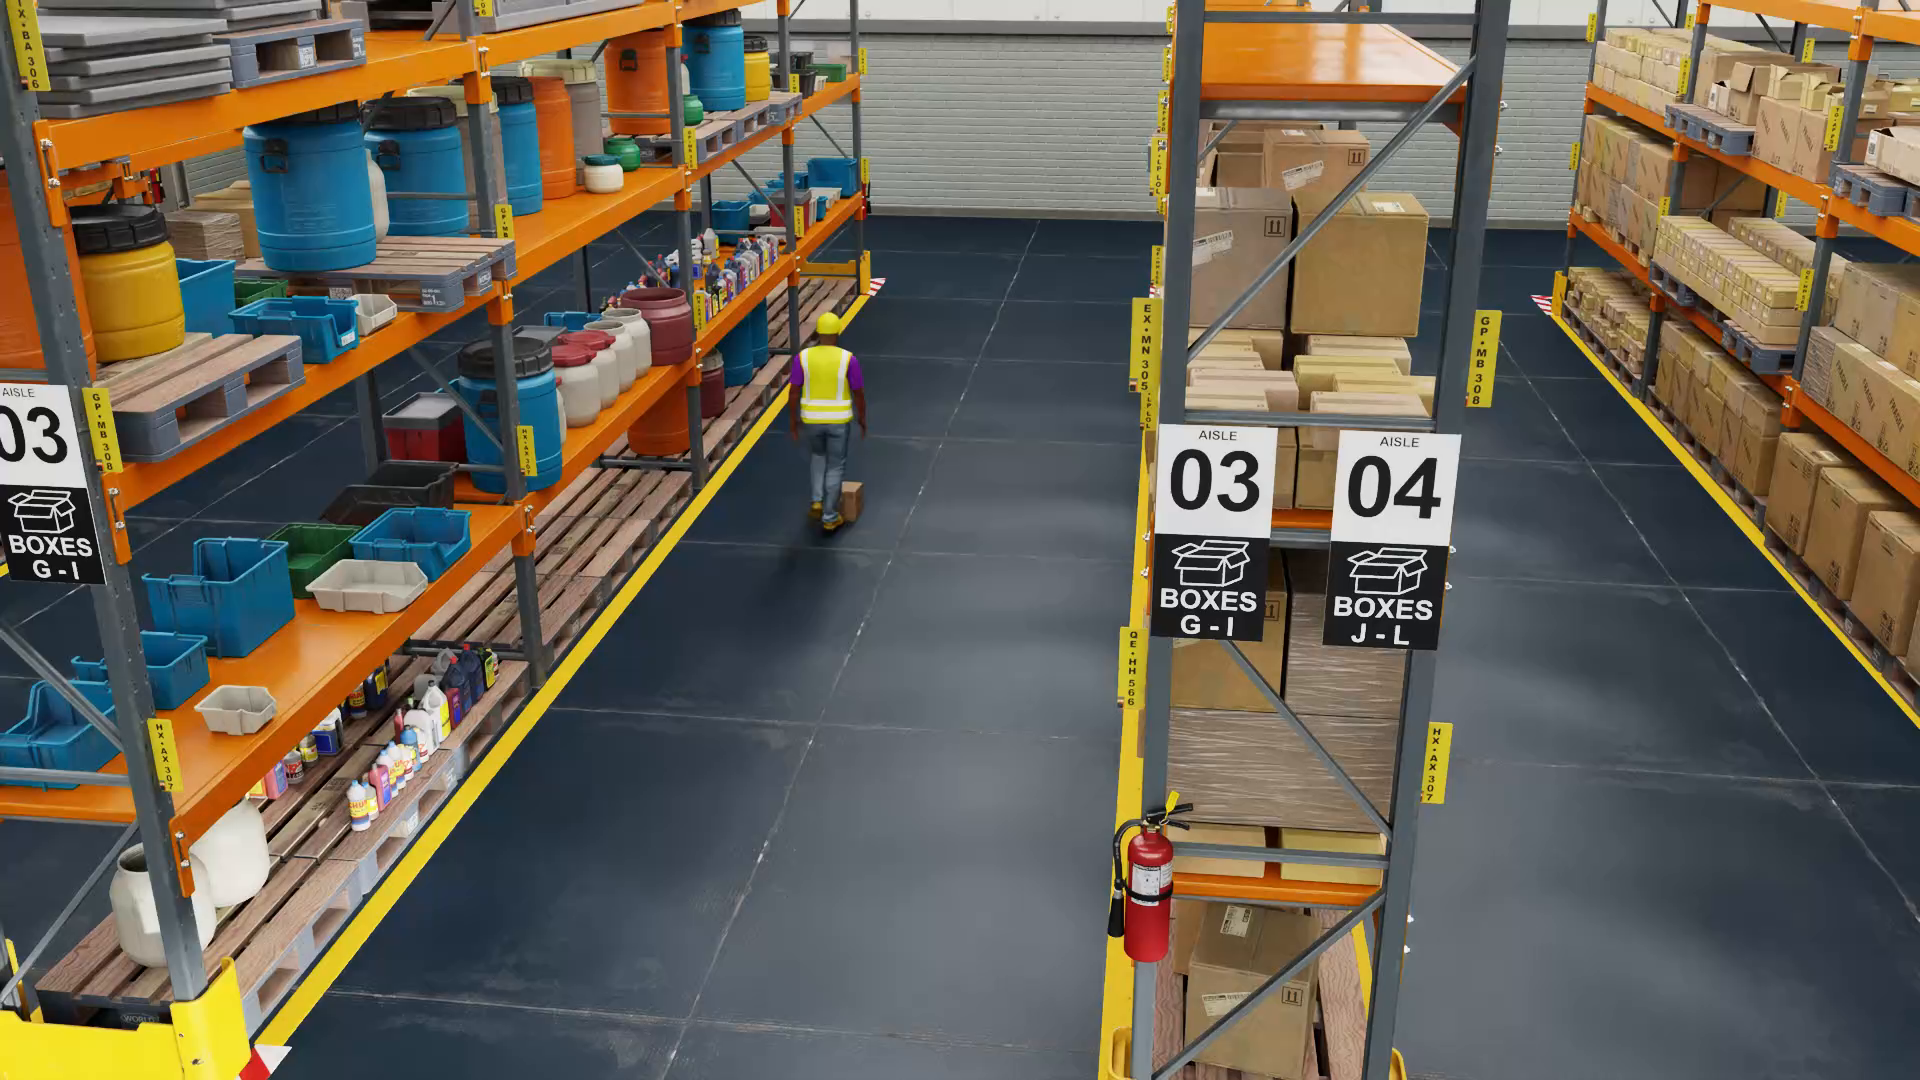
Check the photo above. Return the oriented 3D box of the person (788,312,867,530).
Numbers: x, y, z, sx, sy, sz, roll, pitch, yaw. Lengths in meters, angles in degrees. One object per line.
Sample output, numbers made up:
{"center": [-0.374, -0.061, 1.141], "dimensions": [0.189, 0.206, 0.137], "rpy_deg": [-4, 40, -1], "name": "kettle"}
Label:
{"center": [-1.070, -0.967, 13.531], "dimensions": [0.614, 1.772, 0.530], "rpy_deg": [3, 21, 9], "name": "person"}
